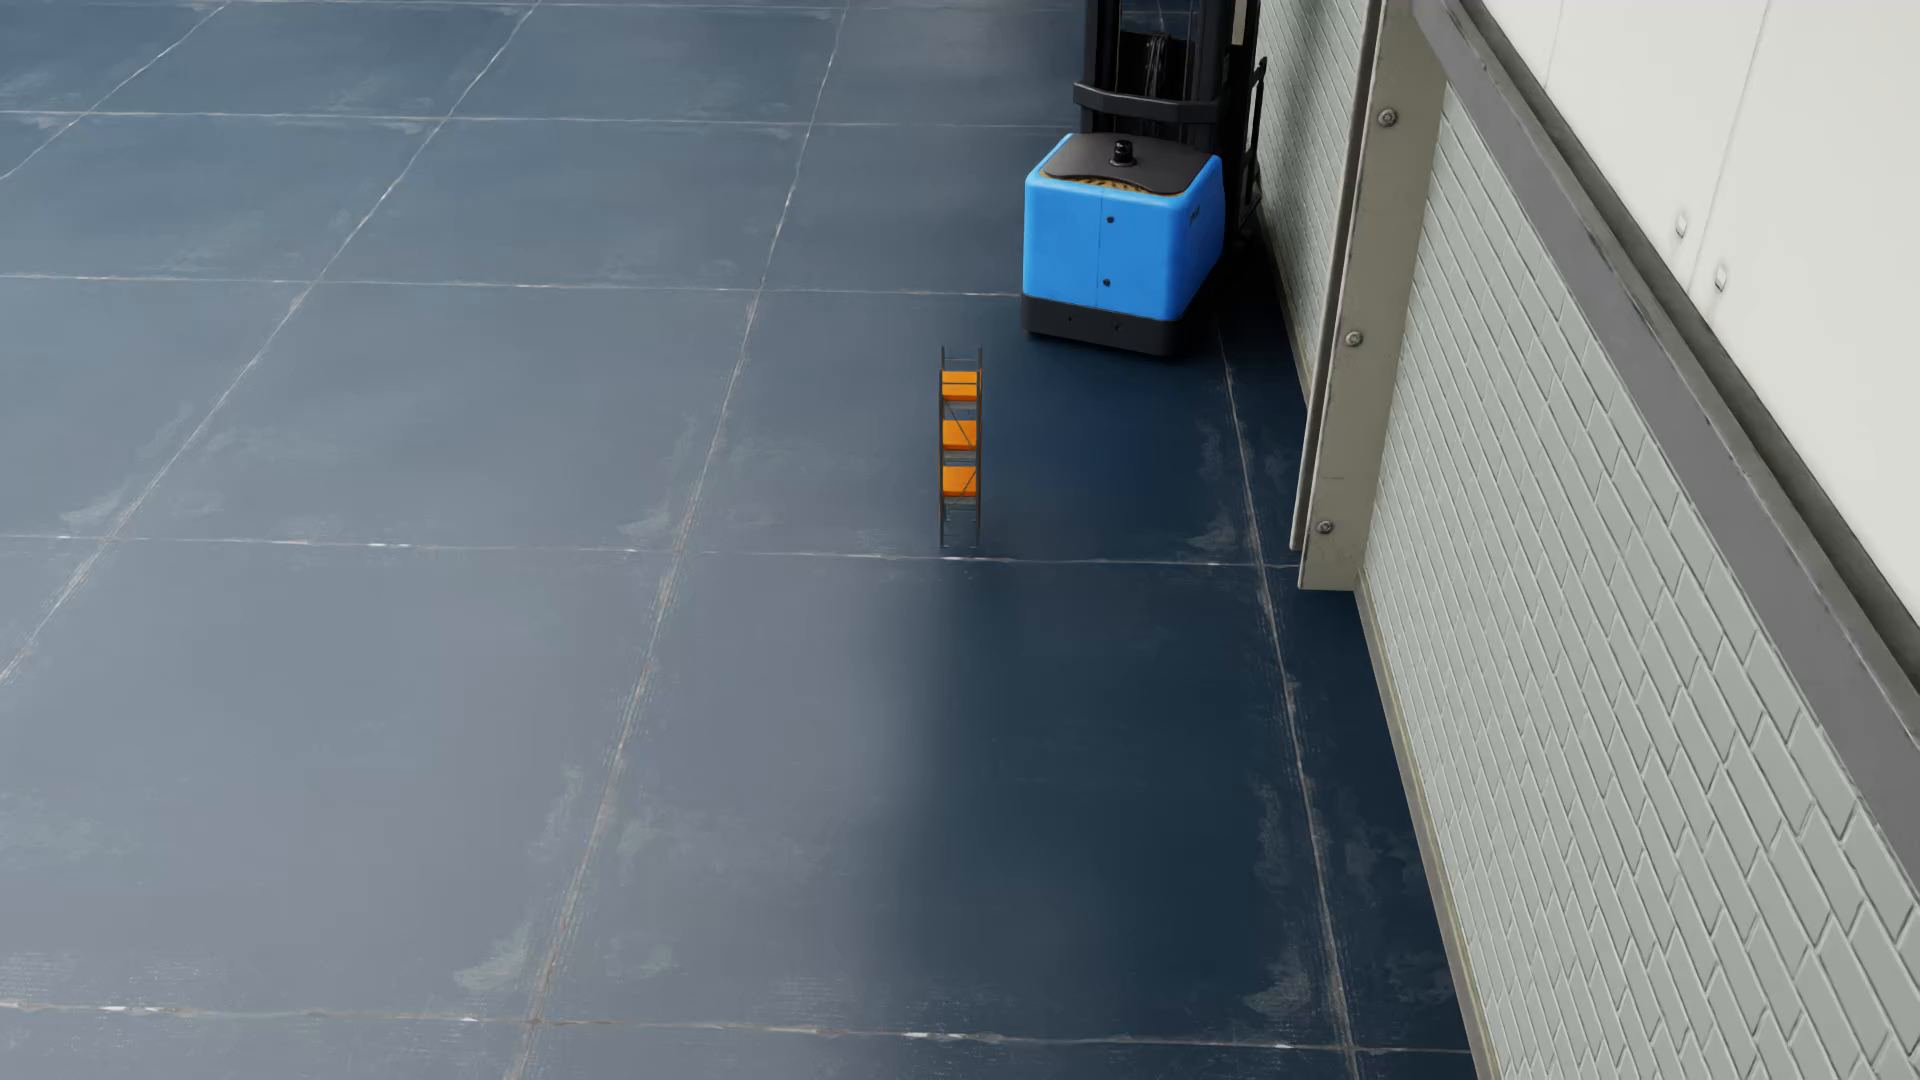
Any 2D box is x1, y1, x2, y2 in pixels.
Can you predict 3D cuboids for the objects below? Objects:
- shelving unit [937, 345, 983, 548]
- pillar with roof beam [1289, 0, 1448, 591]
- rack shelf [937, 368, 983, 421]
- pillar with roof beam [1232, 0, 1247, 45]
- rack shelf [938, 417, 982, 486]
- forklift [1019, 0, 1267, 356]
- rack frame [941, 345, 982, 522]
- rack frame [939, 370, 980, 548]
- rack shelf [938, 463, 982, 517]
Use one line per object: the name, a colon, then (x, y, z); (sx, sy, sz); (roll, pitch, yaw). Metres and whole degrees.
shelving unit: (0.002, -0.460, 8.438); (0.215, 1.050, 0.252); (1, 35, 2)
pillar with roof beam: (-2.438, -3.645, 6.055); (9.100, 9.000, 0.400); (1, 35, 2)
rack shelf: (0.002, -0.684, 8.280); (0.215, 0.259, 0.240); (1, 35, 2)
pillar with roof beam: (-2.197, -7.092, 10.960); (9.100, 9.000, 0.400); (1, 35, 2)
rack shelf: (0.002, -0.452, 8.444); (0.215, 0.259, 0.240); (1, 35, 2)
forklift: (1.405, -3.163, 10.648); (1.130, 2.935, 3.031); (13, 37, 18)
rack frame: (0.007, -0.530, 8.537); (0.200, 1.050, 0.008); (1, 35, 2)
rack frame: (-0.003, -0.390, 8.338); (0.200, 1.050, 0.008); (1, 35, 2)
rack shelf: (0.002, -0.224, 8.603); (0.215, 0.259, 0.240); (1, 35, 2)
